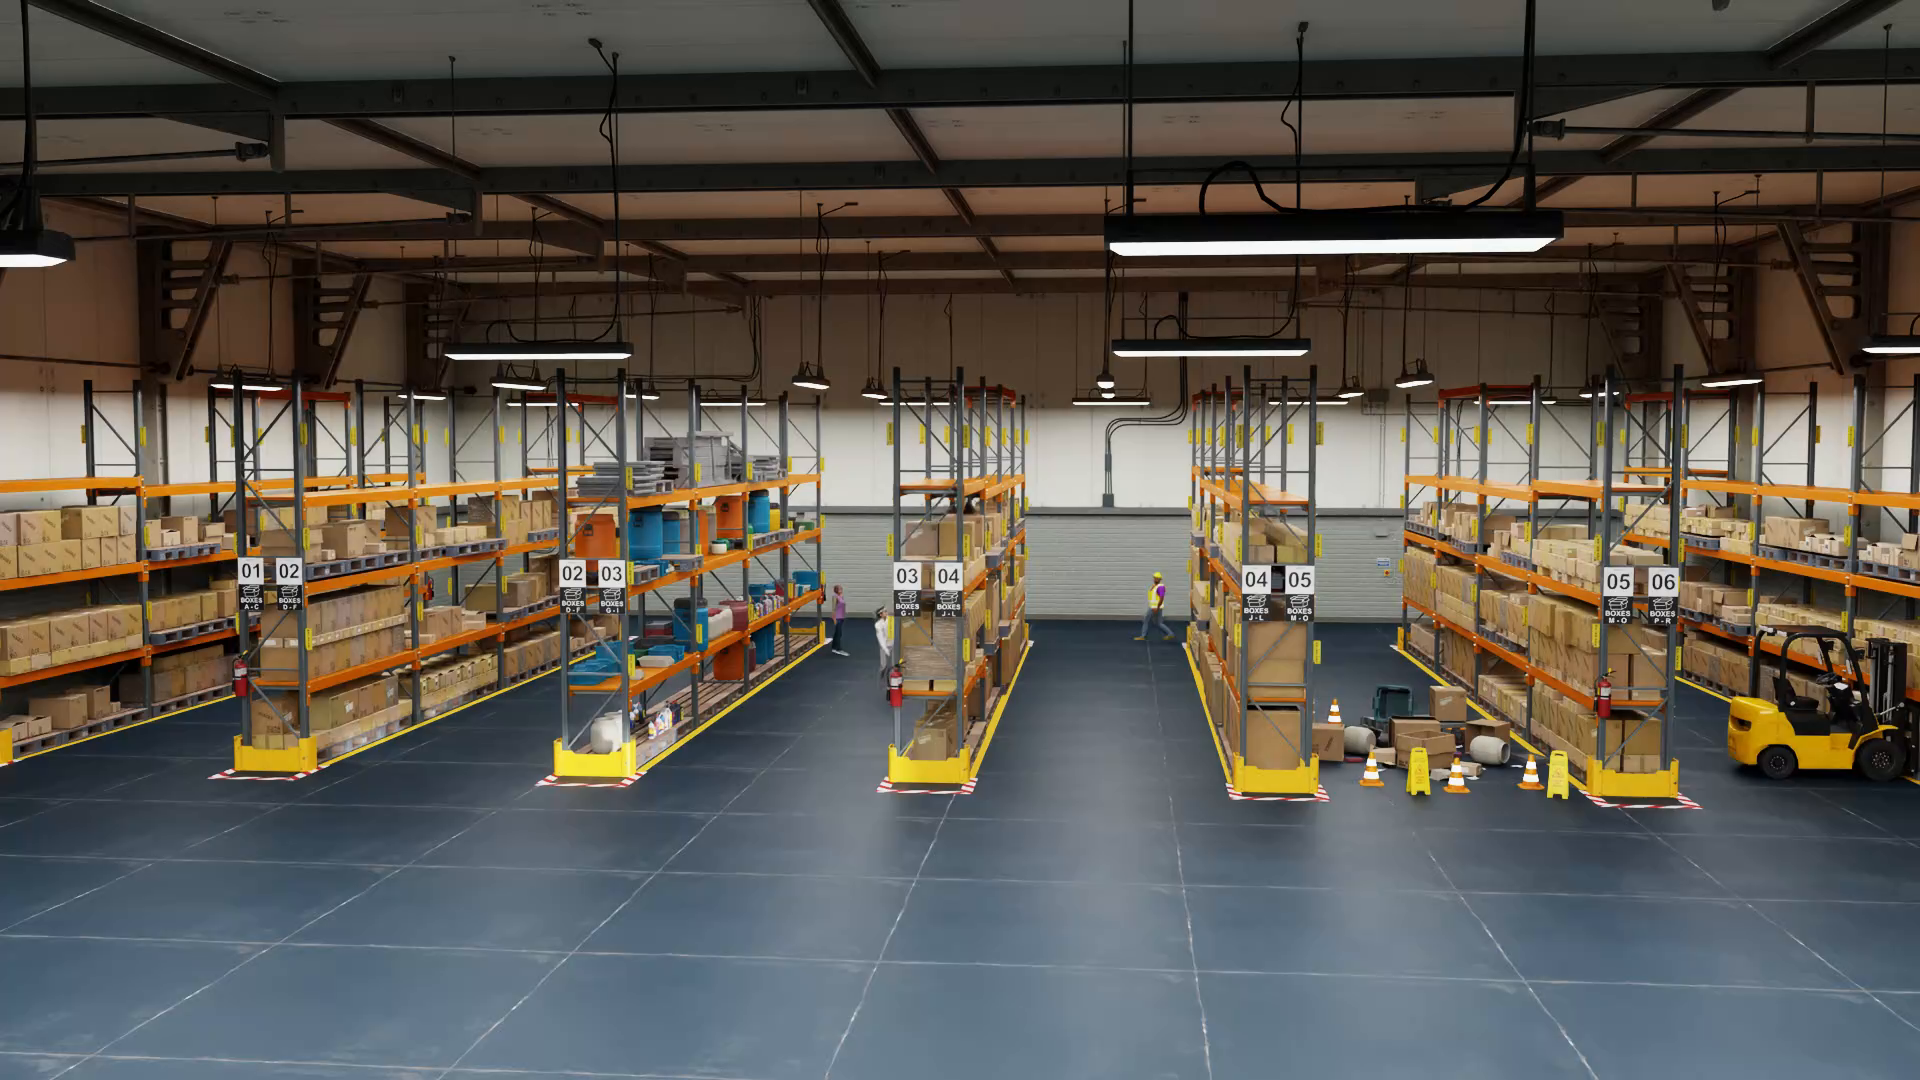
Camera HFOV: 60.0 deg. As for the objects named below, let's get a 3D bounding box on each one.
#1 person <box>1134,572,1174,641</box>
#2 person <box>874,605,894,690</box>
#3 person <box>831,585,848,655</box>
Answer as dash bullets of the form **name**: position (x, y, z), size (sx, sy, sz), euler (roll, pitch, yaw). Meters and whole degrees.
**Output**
- **person**: position (4.736, 1.633, 40.440), size (0.950, 1.711, 0.688), euler (-1, 4, -11)
- **person**: position (-1.329, 2.072, 31.830), size (0.548, 1.675, 0.592), euler (-2, 4, -27)
- **person**: position (-2.751, 1.831, 38.288), size (0.480, 1.618, 0.450), euler (1, 4, 17)
